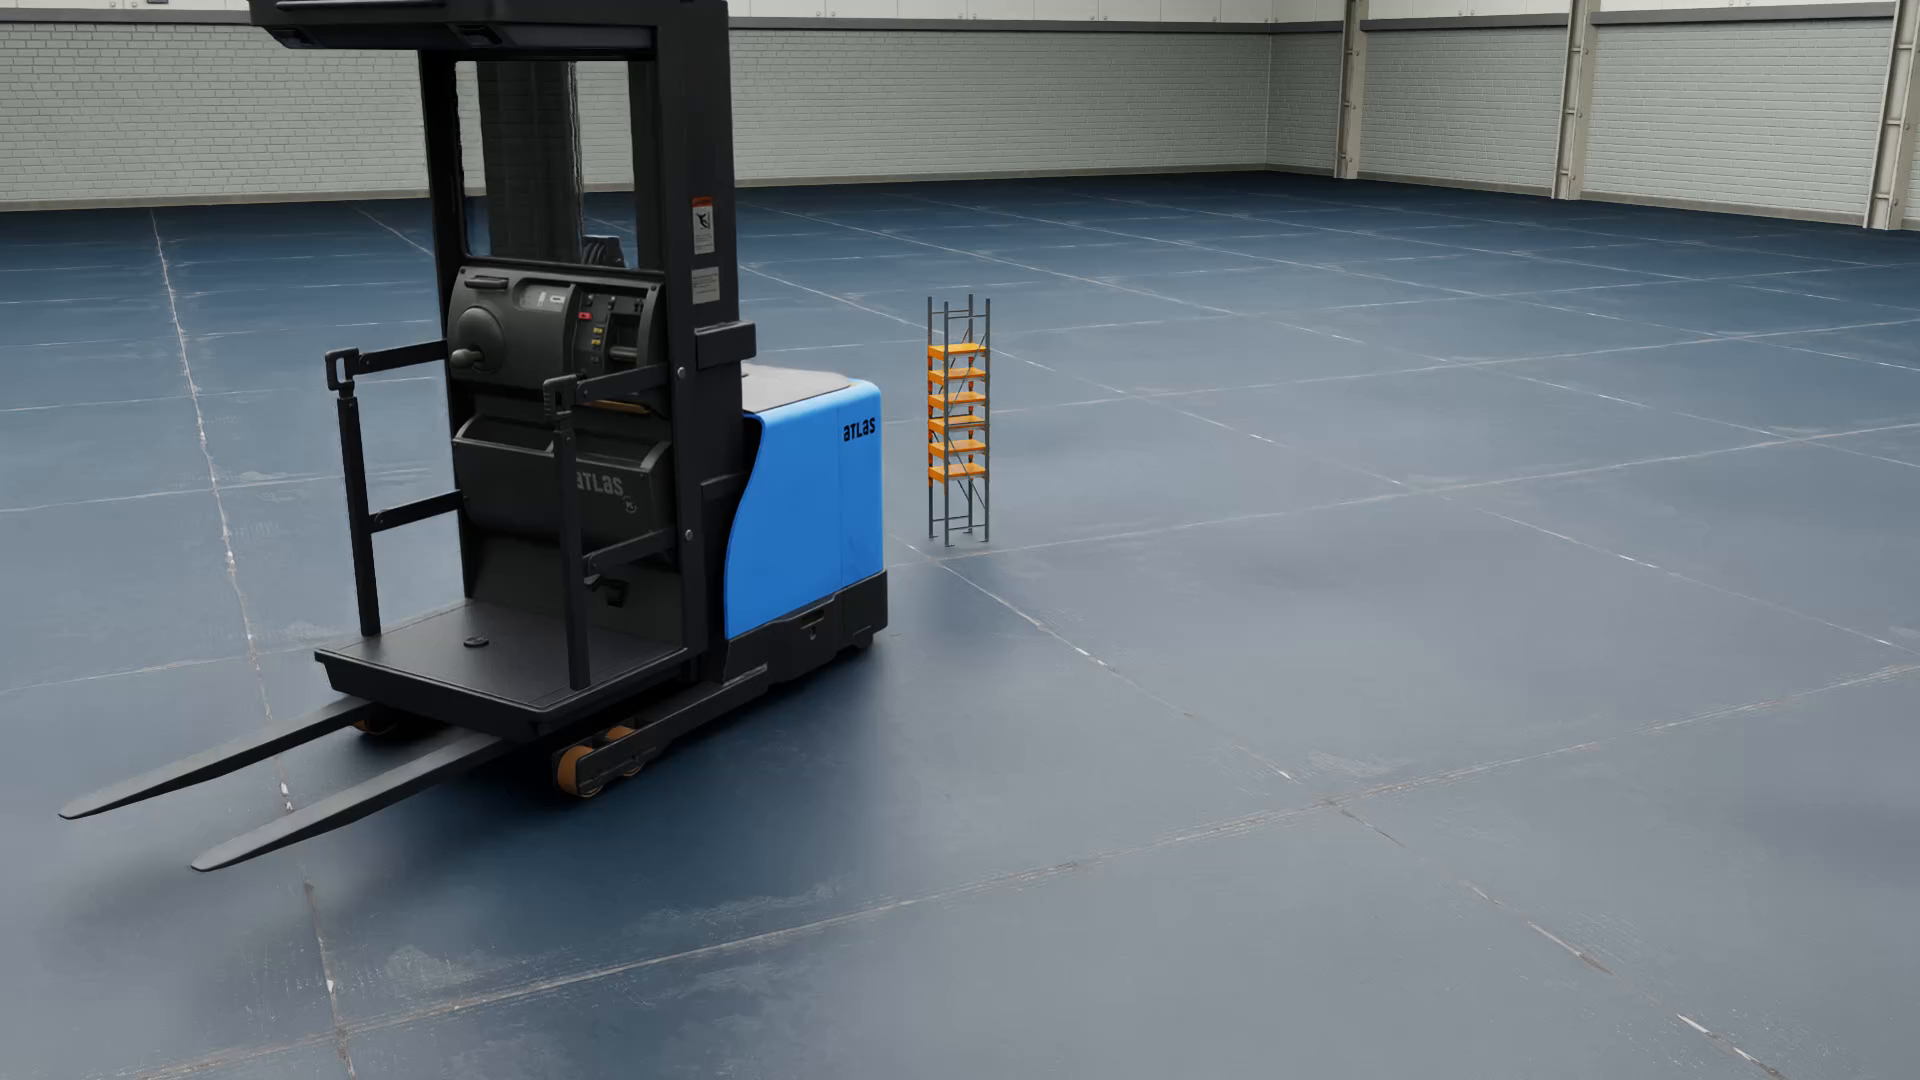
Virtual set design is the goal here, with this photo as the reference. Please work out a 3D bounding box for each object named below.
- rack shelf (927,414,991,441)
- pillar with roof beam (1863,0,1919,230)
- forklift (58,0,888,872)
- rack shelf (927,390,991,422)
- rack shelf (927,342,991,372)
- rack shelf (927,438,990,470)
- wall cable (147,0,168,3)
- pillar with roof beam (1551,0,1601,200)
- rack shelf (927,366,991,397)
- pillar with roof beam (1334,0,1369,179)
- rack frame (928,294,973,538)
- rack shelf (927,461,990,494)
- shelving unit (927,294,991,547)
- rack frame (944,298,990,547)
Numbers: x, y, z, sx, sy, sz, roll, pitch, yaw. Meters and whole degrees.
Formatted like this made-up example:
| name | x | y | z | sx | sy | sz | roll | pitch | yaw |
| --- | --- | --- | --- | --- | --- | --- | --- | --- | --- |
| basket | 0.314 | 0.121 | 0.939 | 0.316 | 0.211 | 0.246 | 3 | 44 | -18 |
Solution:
| name | x | y | z | sx | sy | sz | roll | pitch | yaw |
| --- | --- | --- | --- | --- | --- | --- | --- | --- | --- |
| rack shelf | -0.006 | -0.538 | 8.110 | 0.258 | 0.103 | 0.180 | -8 | 18 | -25 |
| pillar with roof beam | 9.309 | -8.257 | 20.709 | 9.100 | 9.000 | 0.400 | -8 | 18 | -25 |
| forklift | -1.493 | -0.724 | 5.460 | 1.130 | 2.935 | 3.031 | 10 | 19 | 30 |
| rack shelf | -0.006 | -0.653 | 8.077 | 0.258 | 0.103 | 0.180 | -8 | 18 | -25 |
| rack shelf | -0.006 | -0.884 | 8.011 | 0.258 | 0.103 | 0.180 | -8 | 18 | -25 |
| rack shelf | -0.006 | -0.422 | 8.143 | 0.258 | 0.103 | 0.180 | -8 | 18 | -25 |
| wall cable | -11.955 | -11.614 | 26.243 | 2.305 | 6.003 | 0.169 | -8 | 18 | -25 |
| pillar with roof beam | 6.681 | -9.745 | 25.893 | 9.100 | 9.000 | 0.400 | -8 | 18 | -25 |
| rack shelf | -0.006 | -0.768 | 8.044 | 0.258 | 0.103 | 0.180 | -8 | 18 | -25 |
| pillar with roof beam | 4.052 | -11.232 | 31.078 | 9.100 | 9.000 | 0.400 | -8 | 18 | -25 |
| rack frame | -0.046 | -0.603 | 8.177 | 0.240 | 1.200 | 0.006 | -8 | 18 | -25 |
| rack shelf | -0.006 | -0.307 | 8.176 | 0.258 | 0.103 | 0.180 | -8 | 18 | -25 |
| shelving unit | -0.006 | -0.580 | 8.098 | 0.258 | 1.200 | 0.189 | -8 | 18 | -25 |
| rack frame | 0.034 | -0.558 | 8.019 | 0.240 | 1.200 | 0.006 | -8 | 18 | -25 |
